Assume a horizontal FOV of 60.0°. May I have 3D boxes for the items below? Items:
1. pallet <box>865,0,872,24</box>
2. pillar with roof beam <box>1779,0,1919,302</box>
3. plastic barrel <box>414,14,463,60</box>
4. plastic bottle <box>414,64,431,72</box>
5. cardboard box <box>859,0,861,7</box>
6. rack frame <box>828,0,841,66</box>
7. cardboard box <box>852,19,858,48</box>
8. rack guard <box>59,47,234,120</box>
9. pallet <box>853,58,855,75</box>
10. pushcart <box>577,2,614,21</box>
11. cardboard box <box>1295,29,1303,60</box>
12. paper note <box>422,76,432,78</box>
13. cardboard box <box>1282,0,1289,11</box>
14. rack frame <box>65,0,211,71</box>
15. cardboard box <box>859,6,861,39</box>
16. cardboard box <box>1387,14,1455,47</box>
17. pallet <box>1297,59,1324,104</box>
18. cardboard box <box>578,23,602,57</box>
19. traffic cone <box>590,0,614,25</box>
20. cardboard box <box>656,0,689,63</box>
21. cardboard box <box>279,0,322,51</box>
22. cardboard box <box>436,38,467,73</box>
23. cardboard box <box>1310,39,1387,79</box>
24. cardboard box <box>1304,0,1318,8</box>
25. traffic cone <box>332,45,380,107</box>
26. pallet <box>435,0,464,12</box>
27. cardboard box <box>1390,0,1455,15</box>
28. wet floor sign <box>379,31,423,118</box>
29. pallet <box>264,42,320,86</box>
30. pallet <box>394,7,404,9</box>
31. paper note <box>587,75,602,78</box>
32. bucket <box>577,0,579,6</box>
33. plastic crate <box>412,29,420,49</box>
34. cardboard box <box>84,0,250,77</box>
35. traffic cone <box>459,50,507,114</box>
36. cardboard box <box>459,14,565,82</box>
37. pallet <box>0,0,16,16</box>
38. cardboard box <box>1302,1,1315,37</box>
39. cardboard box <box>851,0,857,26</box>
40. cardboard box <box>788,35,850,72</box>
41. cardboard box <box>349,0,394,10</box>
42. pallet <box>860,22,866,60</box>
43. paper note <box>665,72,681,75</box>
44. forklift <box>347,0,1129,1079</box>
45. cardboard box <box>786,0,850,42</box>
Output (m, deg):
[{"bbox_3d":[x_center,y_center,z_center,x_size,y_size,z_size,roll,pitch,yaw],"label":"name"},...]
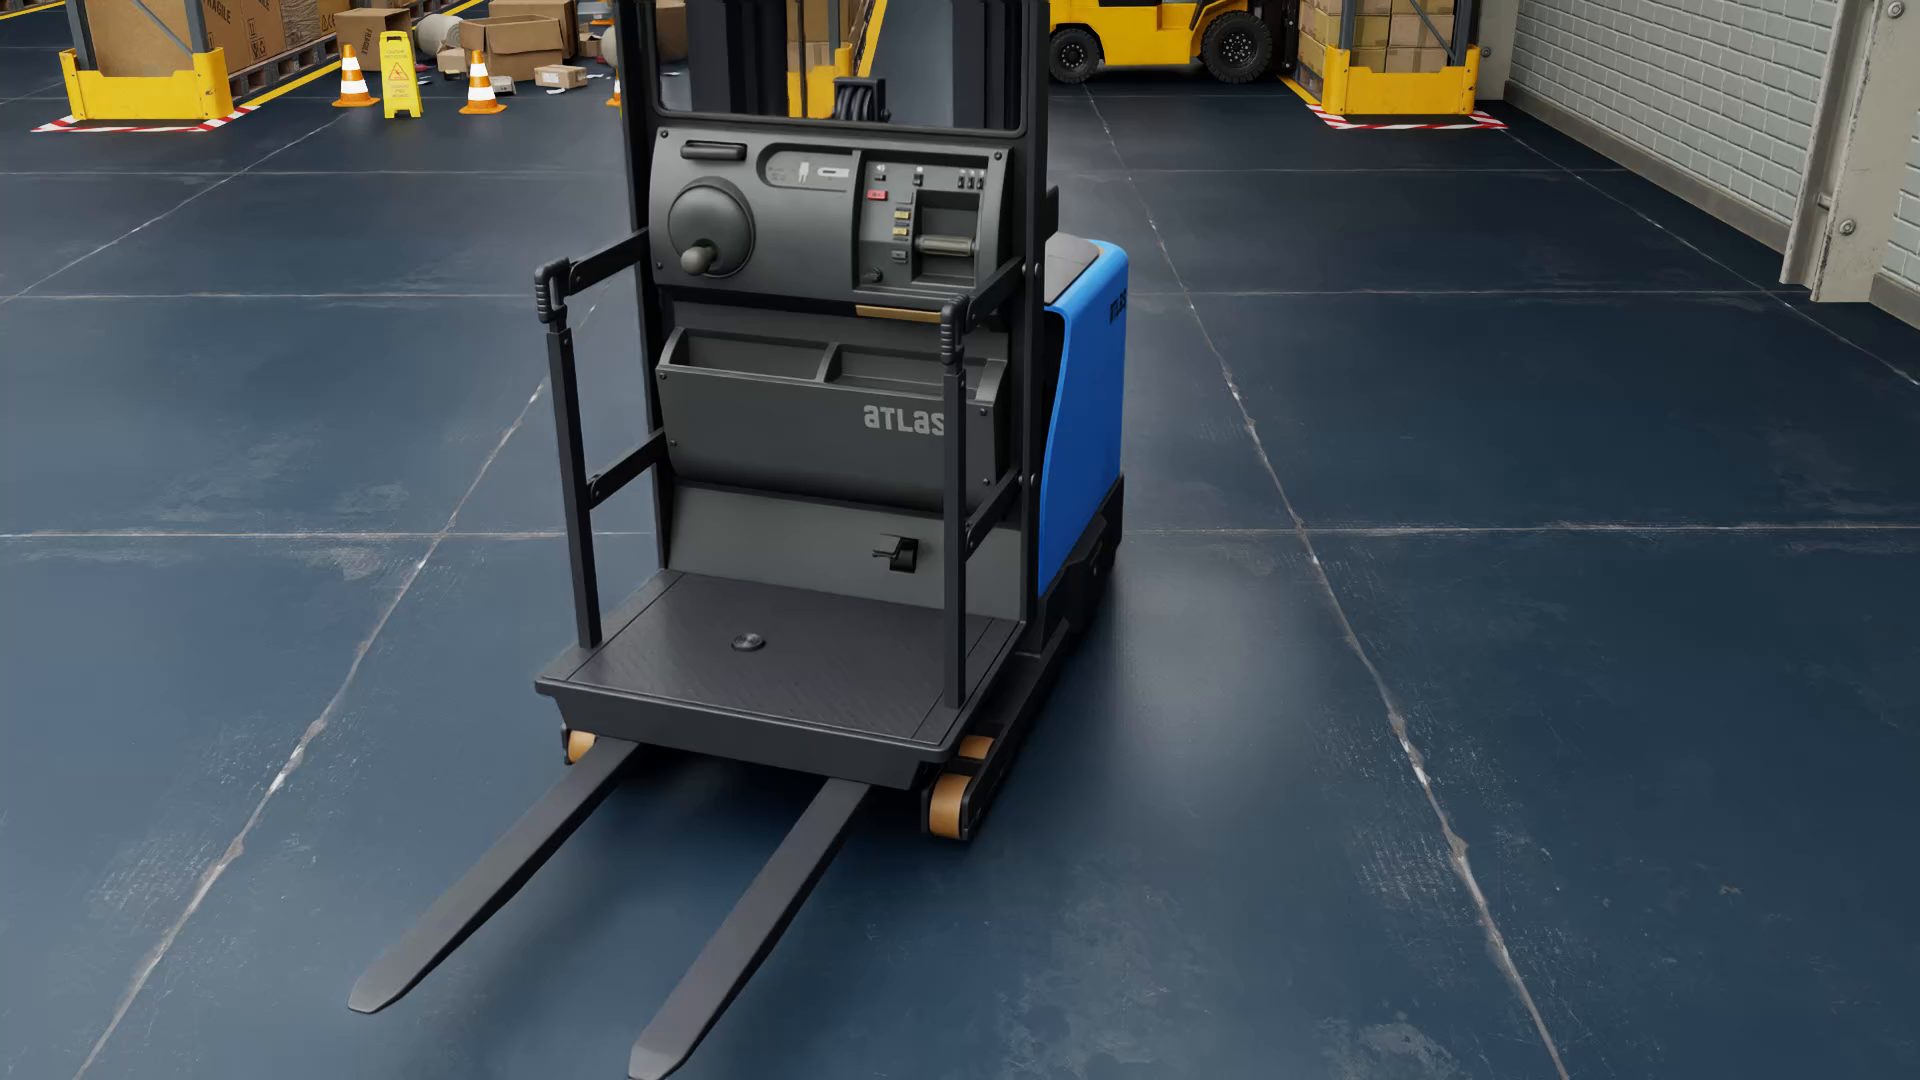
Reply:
[{"bbox_3d":[-1.516,-6.013,18.789,1.003,0.211,1.213,0,24,-1],"label":"pallet"},{"bbox_3d":[0.171,-5.367,6.697,9.100,9.000,0.400,0,24,-1],"label":"pillar with roof beam"},{"bbox_3d":[-4.893,-4.761,15.762,0.512,0.421,0.421,19,30,35],"label":"plastic barrel"},{"bbox_3d":[-4.996,-4.321,15.229,0.283,0.061,0.133,-9,26,-19],"label":"plastic bottle"},{"bbox_3d":[-1.208,-5.287,15.717,0.500,0.500,0.500,0,24,0],"label":"cardboard box"},{"bbox_3d":[-1.447,-4.811,12.747,1.000,3.000,0.127,0,24,-1],"label":"rack frame"},{"bbox_3d":[-1.195,-4.518,14.927,0.500,0.250,0.500,1,24,3],"label":"cardboard box"},{"bbox_3d":[-6.395,-3.598,13.099,1.175,0.500,0.348,0,24,-1],"label":"rack guard"},{"bbox_3d":[-1.421,-3.906,14.131,1.003,0.211,1.213,0,24,-1],"label":"pallet"},{"bbox_3d":[-3.770,-5.233,16.863,1.648,0.377,0.936,-9,26,-19],"label":"pushcart"},{"bbox_3d":[3.203,-4.376,14.614,0.500,0.250,0.500,0,24,0],"label":"cardboard box"},{"bbox_3d":[-4.795,-4.151,14.915,0.032,0.001,0.123,13,27,27],"label":"paper note"},{"bbox_3d":[3.176,-4.826,15.000,0.500,0.250,0.500,0,24,-1],"label":"cardboard box"},{"bbox_3d":[-6.395,-4.747,12.606,1.000,3.000,0.127,0,24,-1],"label":"rack frame"},{"bbox_3d":[-1.199,-4.936,15.850,0.500,0.250,0.500,-1,24,-2],"label":"cardboard box"},{"bbox_3d":[3.719,-4.196,13.607,0.500,0.250,0.500,0,24,0],"label":"cardboard box"},{"bbox_3d":[3.467,-3.879,14.070,1.003,0.211,1.213,0,24,-1],"label":"pallet"},{"bbox_3d":[-3.627,-4.868,16.191,0.258,0.266,0.396,-19,31,-36],"label":"cardboard box"},{"bbox_3d":[-3.907,-5.923,18.284,0.336,0.463,0.334,0,24,-1],"label":"traffic cone"},{"bbox_3d":[-2.839,-4.874,15.916,0.500,0.500,0.500,19,30,35],"label":"cardboard box"},{"bbox_3d":[-6.488,-4.987,15.206,0.875,0.875,0.875,0,24,0],"label":"cardboard box"},{"bbox_3d":[-4.578,-4.449,15.266,0.396,0.266,0.258,4,25,9],"label":"cardboard box"},{"bbox_3d":[3.196,-3.965,13.705,0.500,0.250,0.500,0,24,0],"label":"cardboard box"},{"bbox_3d":[3.188,-4.627,13.955,0.500,0.250,0.500,0,24,0],"label":"cardboard box"},{"bbox_3d":[-4.981,-3.816,13.626,0.336,0.463,0.334,0,24,-1],"label":"traffic cone"},{"bbox_3d":[-6.549,-6.448,19.750,1.003,0.211,1.213,0,24,-1],"label":"pallet"},{"bbox_3d":[3.701,-4.428,13.513,0.500,0.250,0.500,-1,24,-1],"label":"cardboard box"},{"bbox_3d":[-4.415,-3.671,13.084,0.267,0.644,0.232,-4,25,-10],"label":"wet floor sign"},{"bbox_3d":[-6.493,-4.307,15.017,1.003,0.211,1.213,0,24,-1],"label":"pallet"},{"bbox_3d":[-6.523,-5.442,17.527,1.003,0.211,1.213,0,24,-1],"label":"pallet"},{"bbox_3d":[-3.307,-4.184,14.978,0.148,0.019,0.142,8,26,18],"label":"paper note"},{"bbox_3d":[-4.132,-5.550,16.510,0.726,0.611,0.620,8,16,18],"label":"bucket"},{"bbox_3d":[-5.127,-5.074,16.672,0.450,0.188,0.662,3,22,31],"label":"plastic crate"},{"bbox_3d":[-6.469,-4.249,13.574,0.875,0.875,0.875,0,24,0],"label":"cardboard box"},{"bbox_3d":[-3.847,-3.681,13.328,0.336,0.463,0.334,0,24,-1],"label":"traffic cone"},{"bbox_3d":[-3.997,-4.386,14.836,0.797,0.503,0.637,-19,31,-36],"label":"cardboard box"},{"bbox_3d":[-11.426,-5.969,18.691,1.003,0.211,1.213,0,24,-1],"label":"pallet"},{"bbox_3d":[3.204,-4.407,14.074,0.500,0.250,0.500,0,24,-1],"label":"cardboard box"},{"bbox_3d":[-1.187,-4.857,14.765,0.500,0.500,0.500,0,24,0],"label":"cardboard box"},{"bbox_3d":[-1.179,-4.083,13.965,0.500,0.250,0.500,0,24,-1],"label":"cardboard box"},{"bbox_3d":[-6.536,-5.817,17.192,1.050,0.750,0.750,0,24,-1],"label":"cardboard box"},{"bbox_3d":[-1.448,-4.912,16.354,1.003,0.211,1.213,0,24,-1],"label":"pallet"},{"bbox_3d":[-2.602,-4.240,15.088,0.142,0.019,0.148,-9,26,-19],"label":"paper note"},{"bbox_3d":[-0.400,-0.780,3.918,1.130,2.935,3.031,8,25,16],"label":"forklift"},{"bbox_3d":[-1.180,-4.434,13.832,0.500,0.500,0.500,-1,24,-2],"label":"cardboard box"}]
